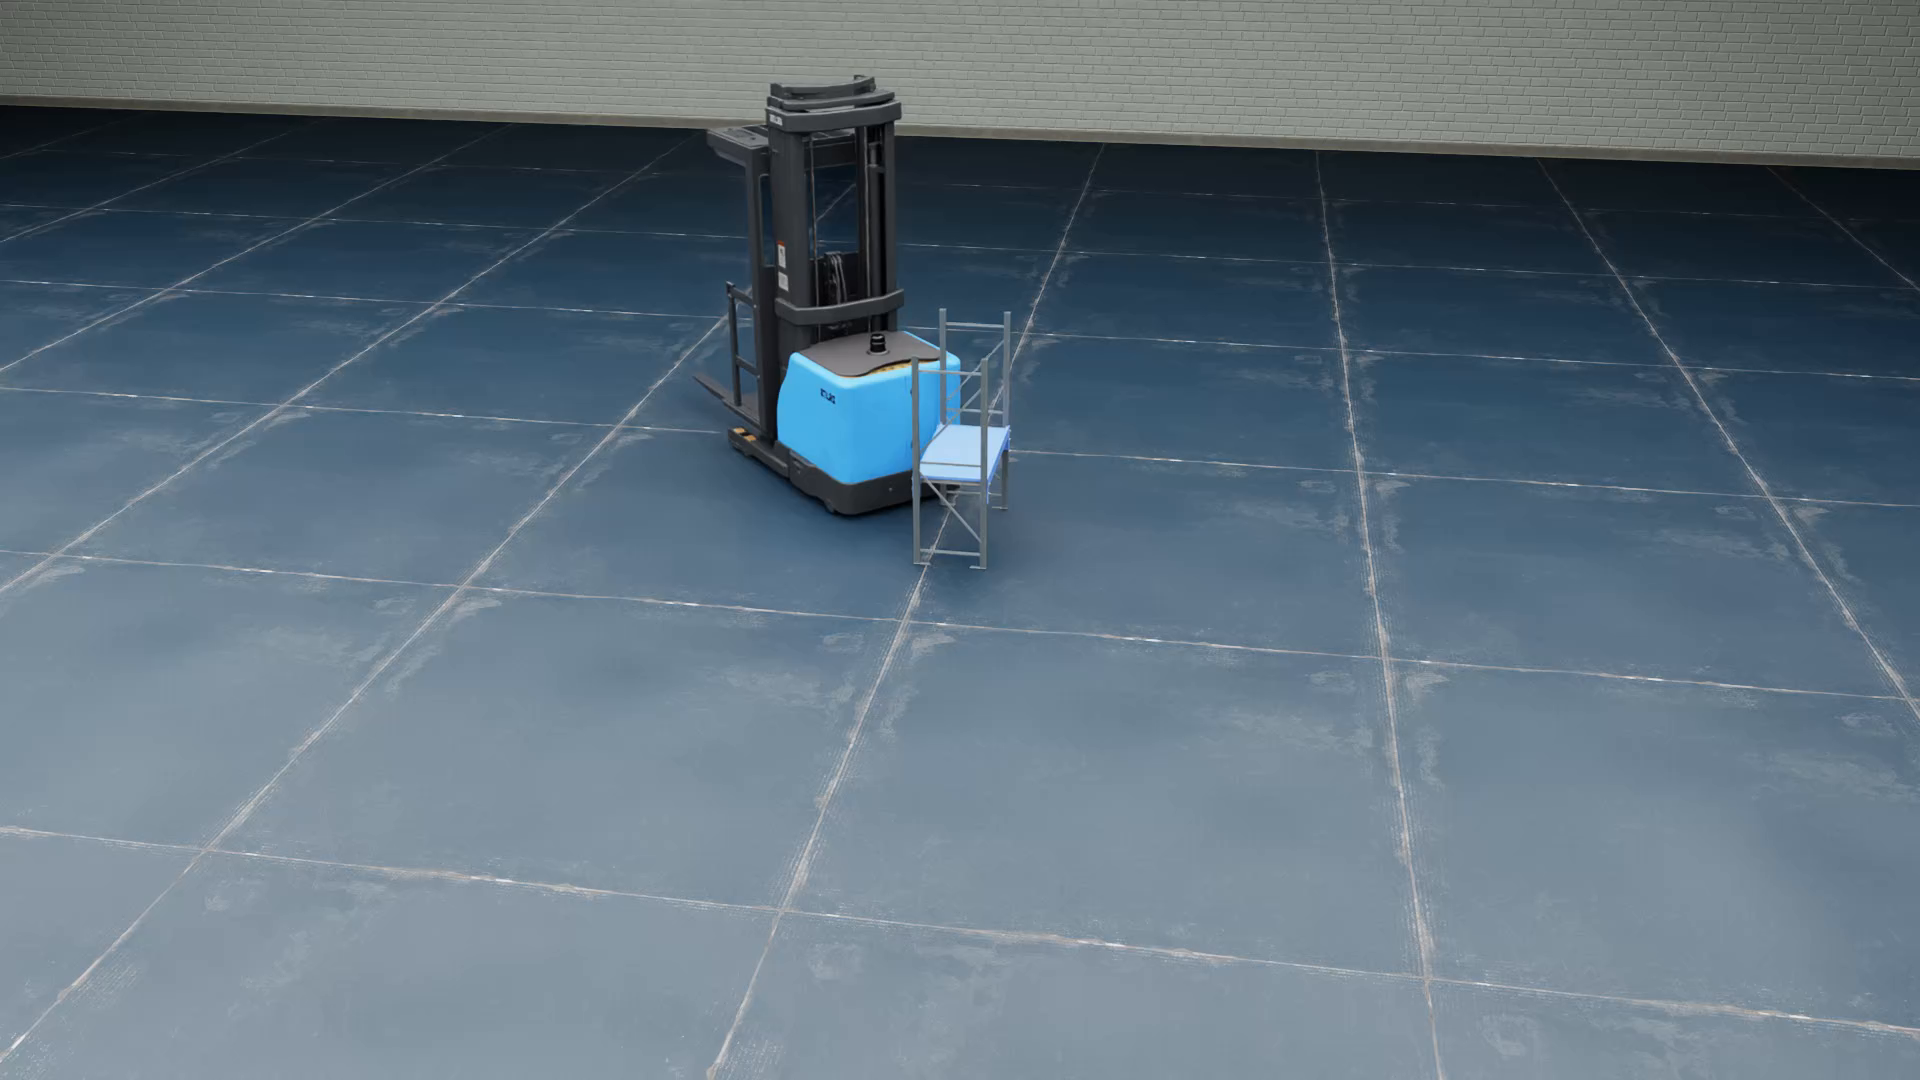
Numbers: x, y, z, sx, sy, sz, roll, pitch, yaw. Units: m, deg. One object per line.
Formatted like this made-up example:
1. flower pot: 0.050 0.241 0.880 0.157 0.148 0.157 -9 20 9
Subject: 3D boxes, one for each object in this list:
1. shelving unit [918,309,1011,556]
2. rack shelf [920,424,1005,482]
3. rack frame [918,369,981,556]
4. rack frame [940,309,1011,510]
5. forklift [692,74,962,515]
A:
1. shelving unit: 0.020 -0.713 11.504 0.500 1.500 1.039 4 25 9
2. rack shelf: 0.019 -0.609 11.548 0.459 0.026 0.952 4 25 9
3. rack frame: -0.068 -0.499 11.047 0.475 1.308 0.013 4 25 9
4. rack frame: 0.105 -0.924 11.954 0.500 1.500 0.032 4 25 9
5. forklift: -1.200 -2.087 12.751 1.130 2.935 3.031 -15 29 -29
